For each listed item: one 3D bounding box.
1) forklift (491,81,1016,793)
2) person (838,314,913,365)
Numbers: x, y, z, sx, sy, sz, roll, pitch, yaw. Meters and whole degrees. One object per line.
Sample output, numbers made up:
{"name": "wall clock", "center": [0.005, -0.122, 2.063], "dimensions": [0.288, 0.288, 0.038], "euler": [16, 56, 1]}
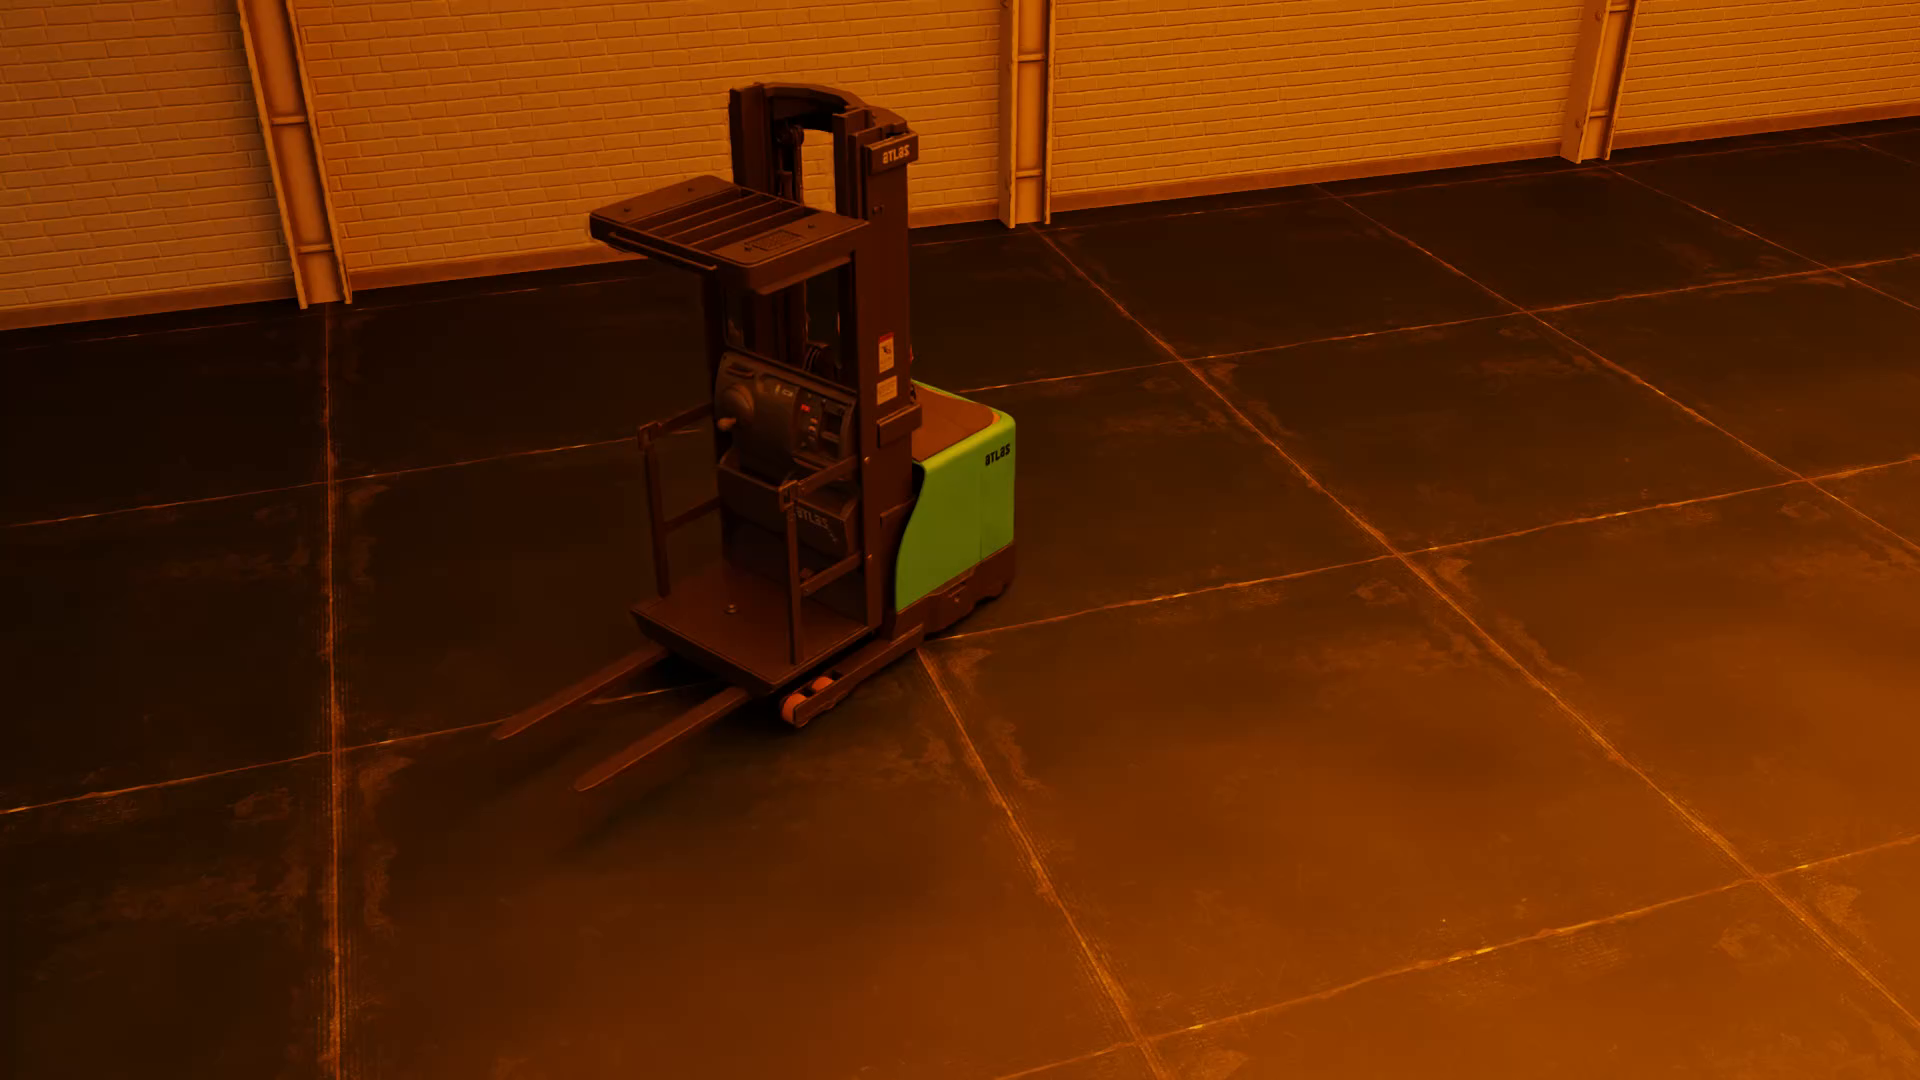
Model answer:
{"name": "forklift", "center": [-1.015, -0.611, 8.149], "dimensions": [1.130, 2.935, 3.031], "euler": [23, 37, 34]}
{"name": "person", "center": [-0.520, -1.097, 10.299], "dimensions": [0.377, 1.636, 0.727], "euler": [12, 32, 20]}
